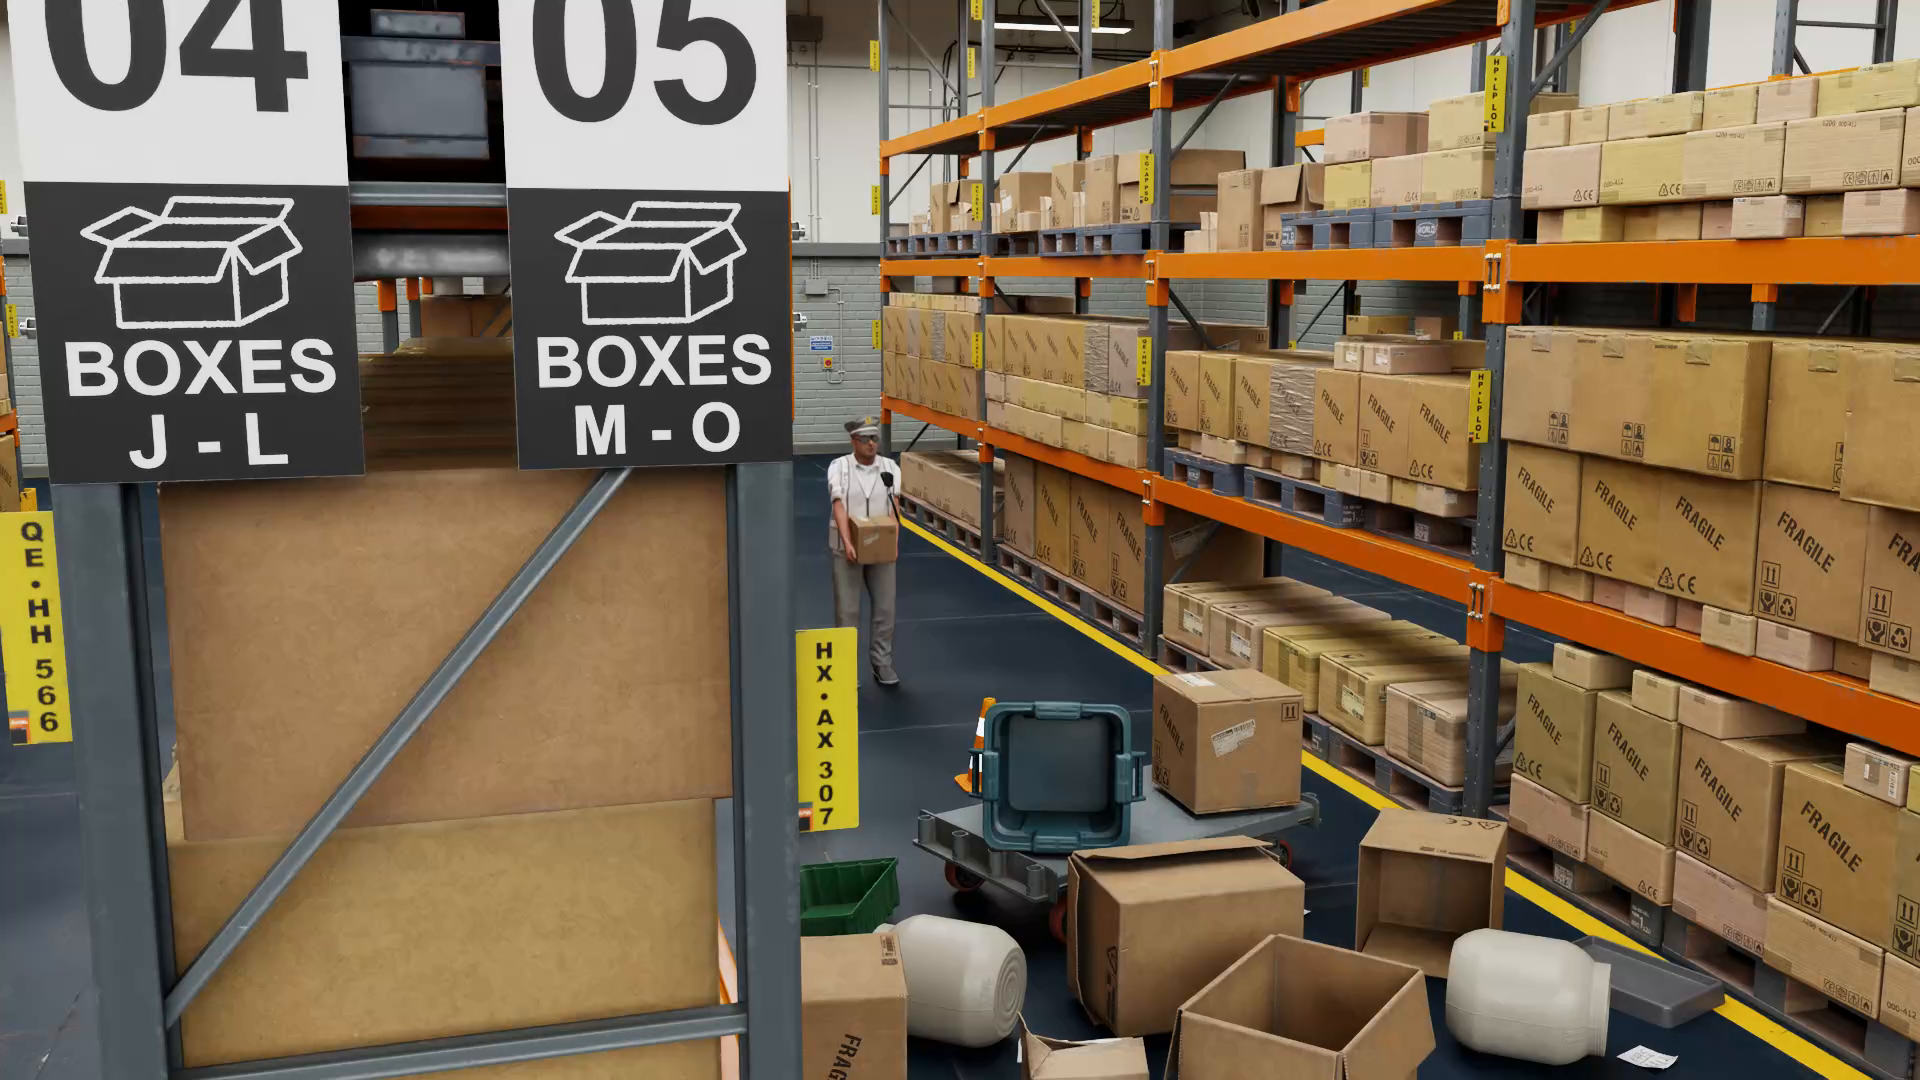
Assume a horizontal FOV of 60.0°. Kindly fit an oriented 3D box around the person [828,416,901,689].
[{"bbox_3d":[-0.601,0.074,10.857,0.490,1.772,0.564,-3,10,-17],"label":"person"}]
